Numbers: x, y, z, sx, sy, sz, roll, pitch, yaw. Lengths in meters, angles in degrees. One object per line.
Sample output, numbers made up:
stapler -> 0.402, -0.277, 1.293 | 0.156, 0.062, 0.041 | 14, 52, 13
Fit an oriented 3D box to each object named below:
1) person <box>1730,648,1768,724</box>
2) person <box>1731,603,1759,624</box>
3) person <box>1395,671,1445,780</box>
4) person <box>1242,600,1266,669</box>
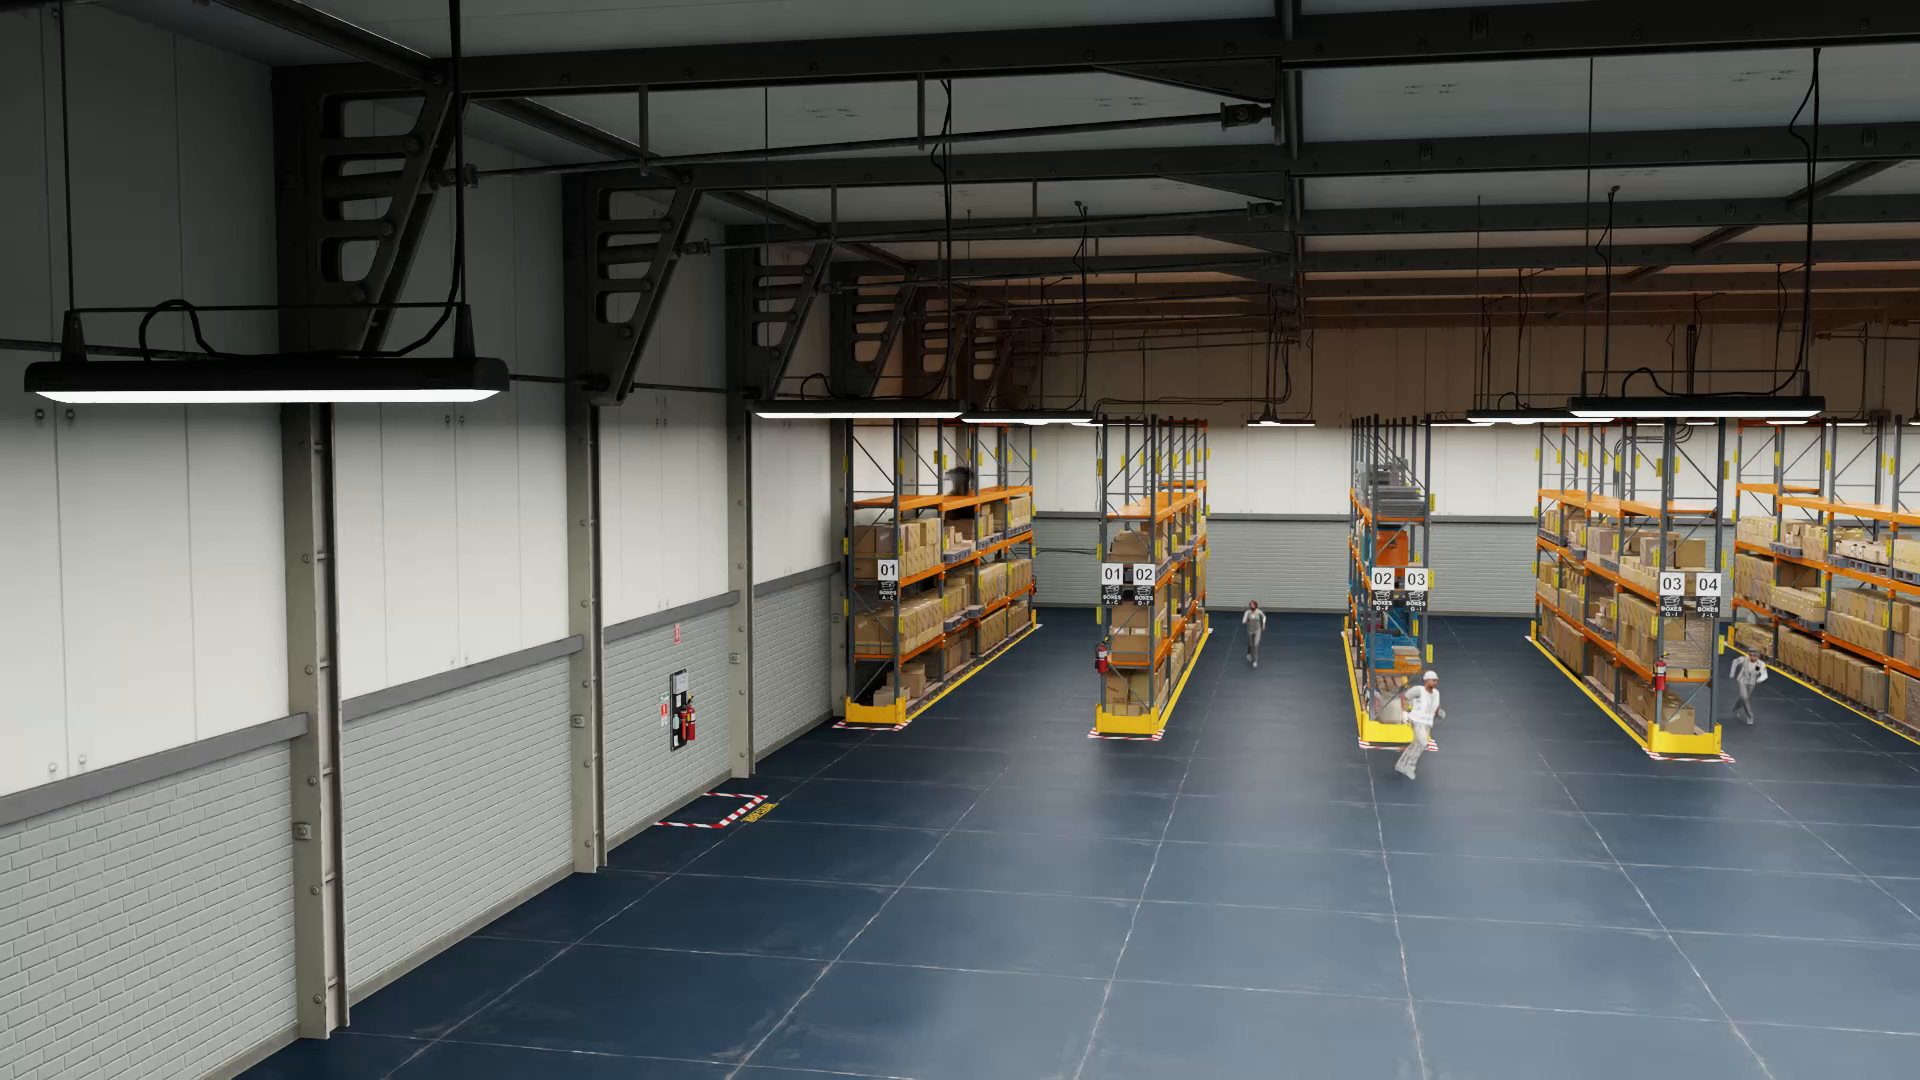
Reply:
person -> 15.346, 2.795, 32.384 | 0.587, 1.471, 1.054 | 1, 4, 11
person -> 21.490, 1.932, 45.284 | 0.942, 1.576, 0.716 | -1, 4, -15
person -> 7.565, 3.021, 27.336 | 0.822, 1.725, 0.785 | -3, 5, -33
person -> 7.098, 2.249, 40.158 | 0.559, 1.614, 0.856 | 1, 4, 11
